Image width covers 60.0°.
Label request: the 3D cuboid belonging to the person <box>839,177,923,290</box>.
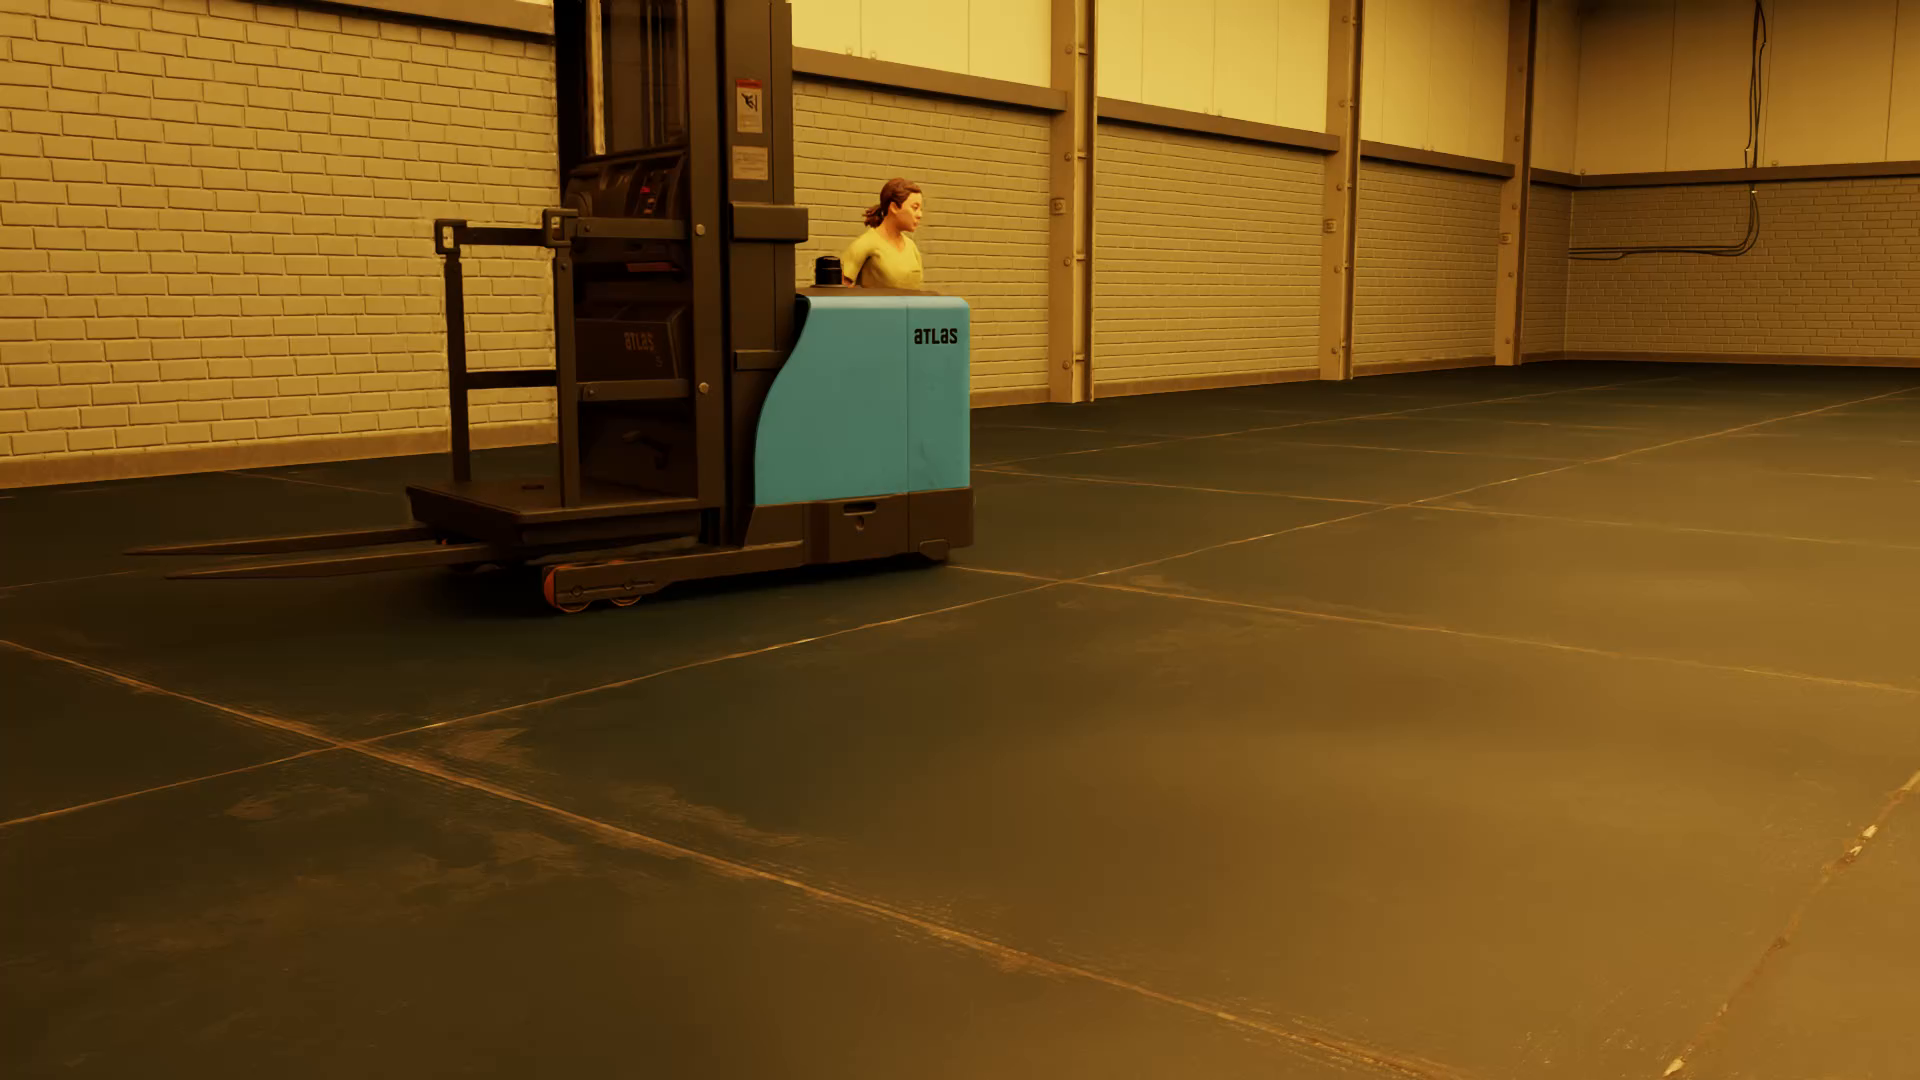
[{"bbox_3d":[-0.333,-0.937,8.168,0.372,1.647,0.788,7,11,41],"label":"person"}]

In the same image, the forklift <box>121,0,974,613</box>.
[{"bbox_3d":[-1.423,-1.286,6.072,3.031,2.935,1.130,-6,10,-37],"label":"forklift"}]
